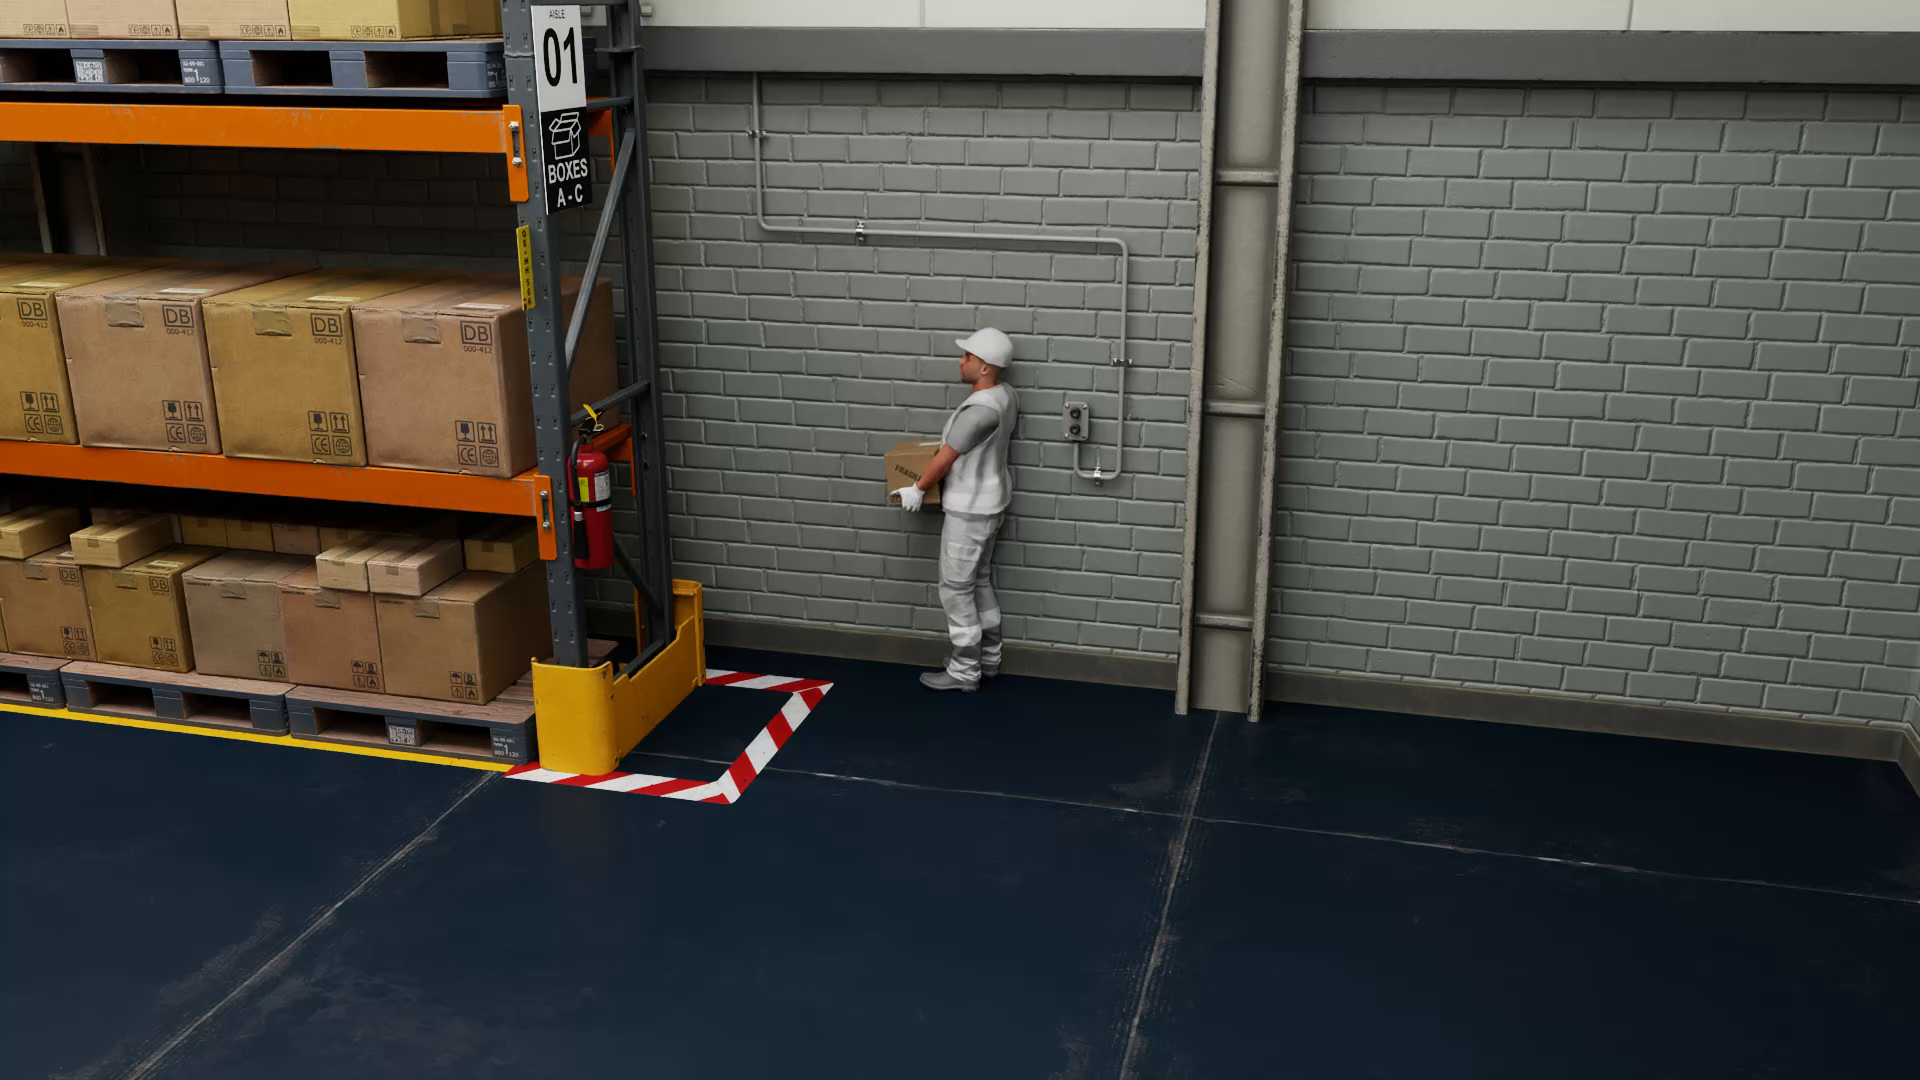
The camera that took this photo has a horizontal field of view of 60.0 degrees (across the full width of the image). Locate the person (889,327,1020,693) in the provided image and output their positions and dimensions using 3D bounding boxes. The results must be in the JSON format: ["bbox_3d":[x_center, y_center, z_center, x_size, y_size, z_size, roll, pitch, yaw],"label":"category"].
[{"bbox_3d":[-0.029,-0.146,7.975,0.572,1.782,0.493,5,19,15],"label":"person"}]
